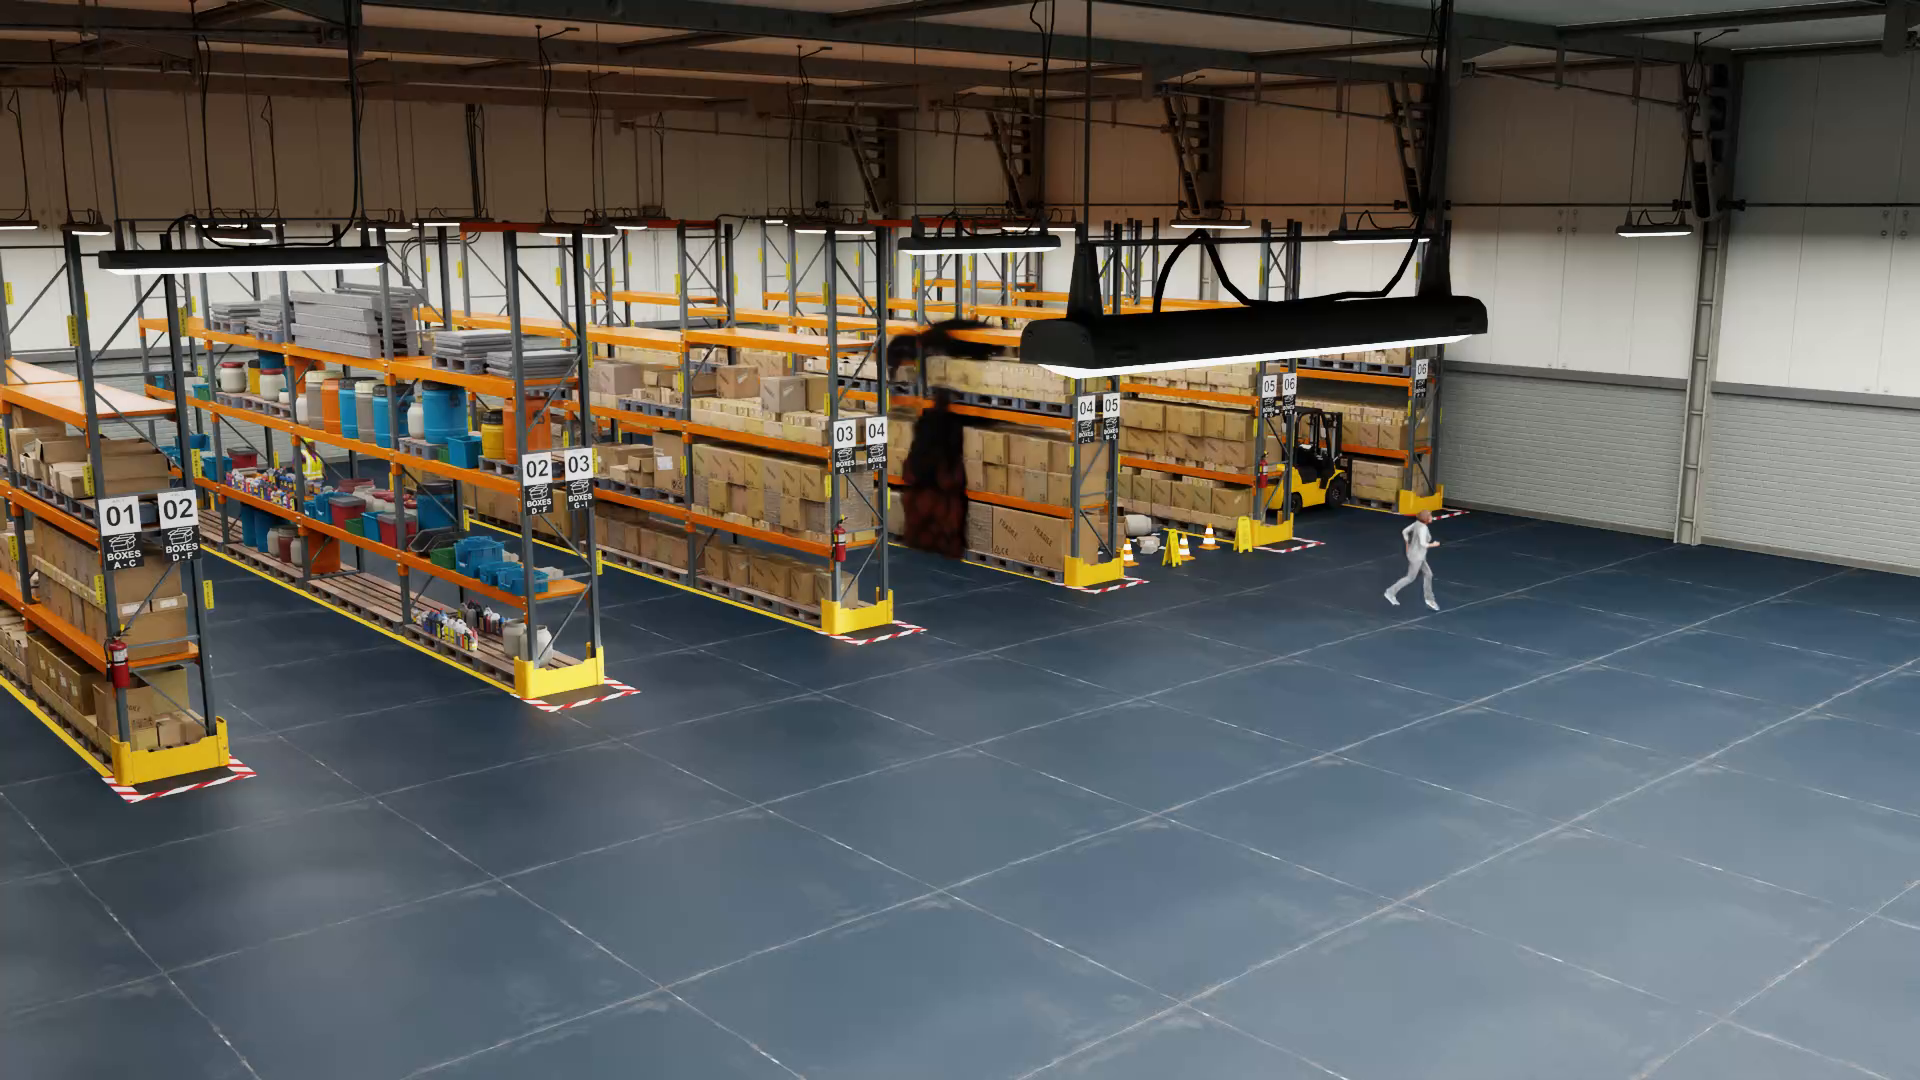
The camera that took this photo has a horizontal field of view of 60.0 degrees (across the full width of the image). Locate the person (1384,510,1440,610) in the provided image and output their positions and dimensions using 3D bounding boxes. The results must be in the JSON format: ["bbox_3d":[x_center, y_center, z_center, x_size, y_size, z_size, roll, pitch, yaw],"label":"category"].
[{"bbox_3d":[7.187,0.314,26.295,0.879,1.619,0.562,1,11,5],"label":"person"}]

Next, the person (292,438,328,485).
[{"bbox_3d":[-13.128,-1.227,33.608,0.565,1.727,0.712,8,14,33],"label":"person"}]
